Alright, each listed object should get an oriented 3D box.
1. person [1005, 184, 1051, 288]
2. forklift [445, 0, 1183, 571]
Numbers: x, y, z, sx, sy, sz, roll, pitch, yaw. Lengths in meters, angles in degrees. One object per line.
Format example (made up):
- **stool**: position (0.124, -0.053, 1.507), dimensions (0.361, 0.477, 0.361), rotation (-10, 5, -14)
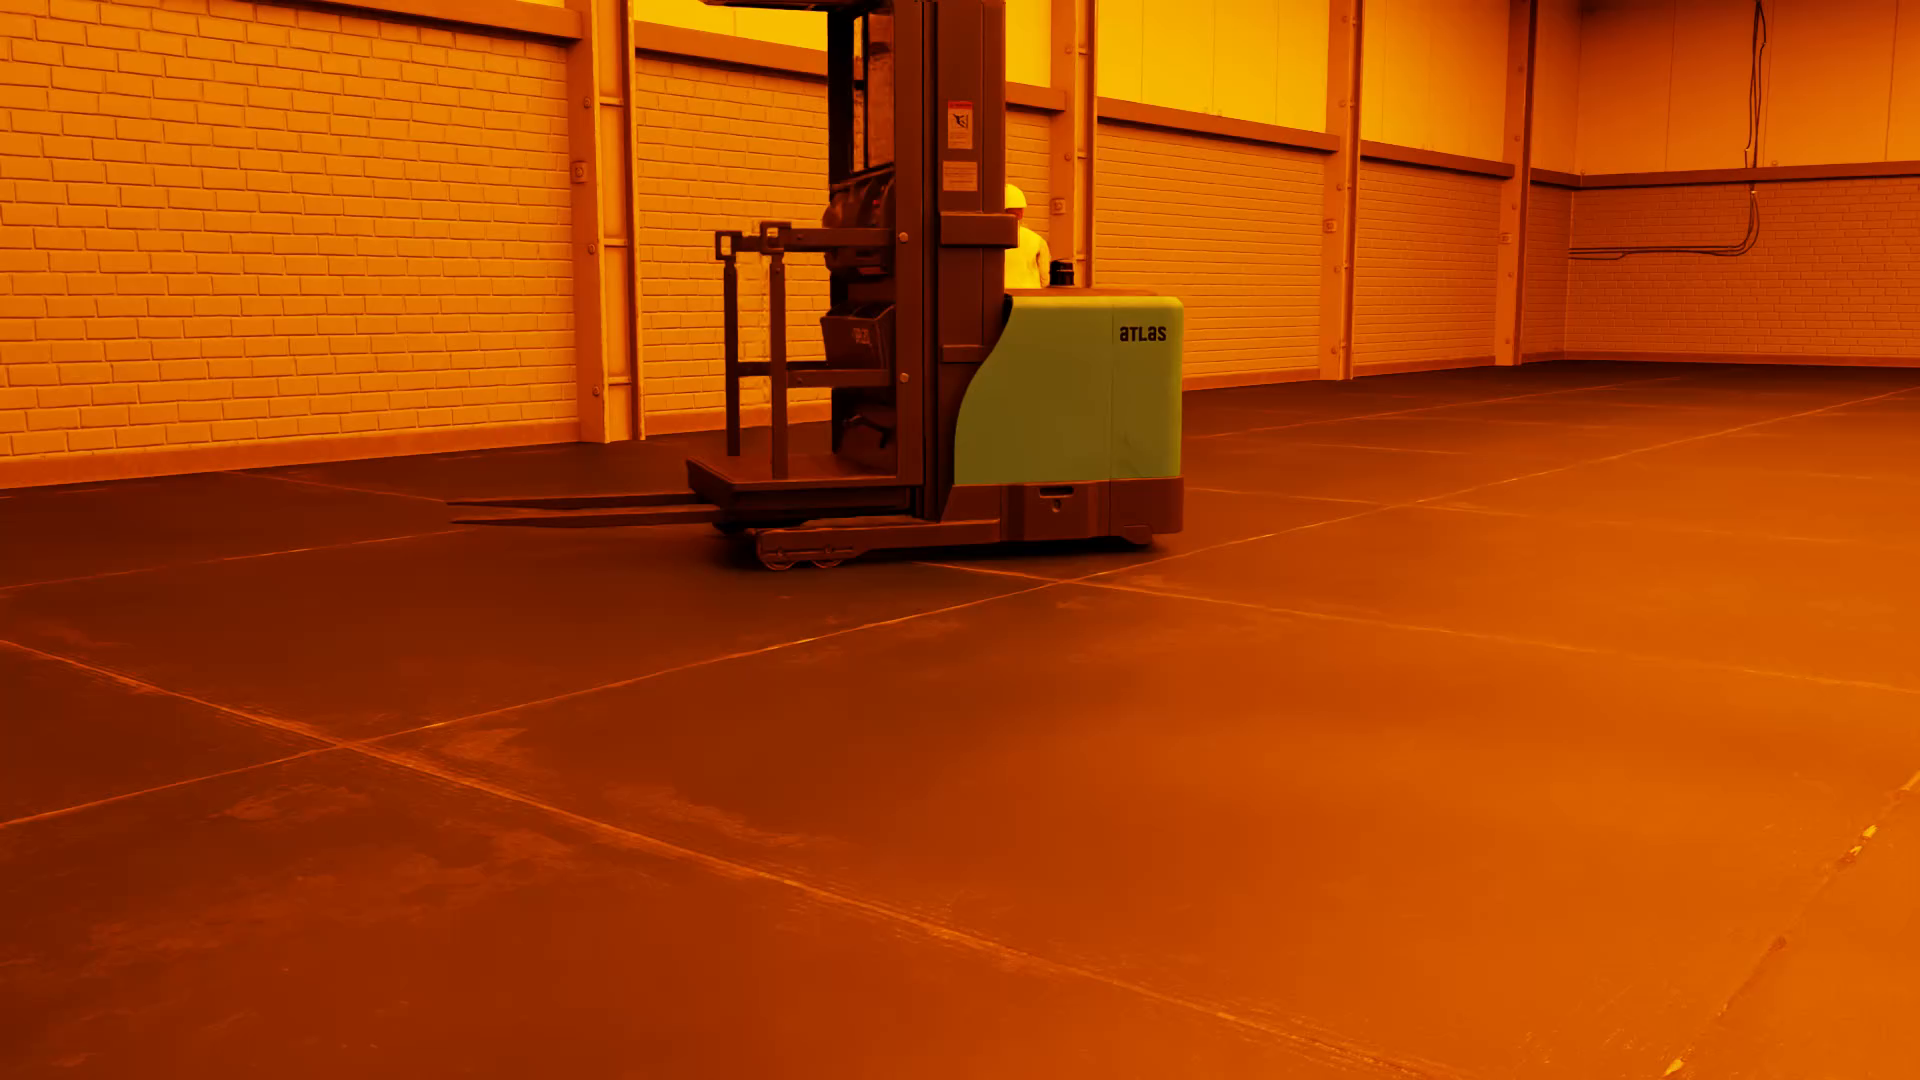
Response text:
- **person**: position (0.316, -1.340, 10.510), dimensions (0.595, 1.782, 0.463), rotation (1, 8, 7)
- **forklift**: position (-0.614, -1.414, 6.947), dimensions (3.031, 2.935, 1.130), rotation (-3, 9, -18)
